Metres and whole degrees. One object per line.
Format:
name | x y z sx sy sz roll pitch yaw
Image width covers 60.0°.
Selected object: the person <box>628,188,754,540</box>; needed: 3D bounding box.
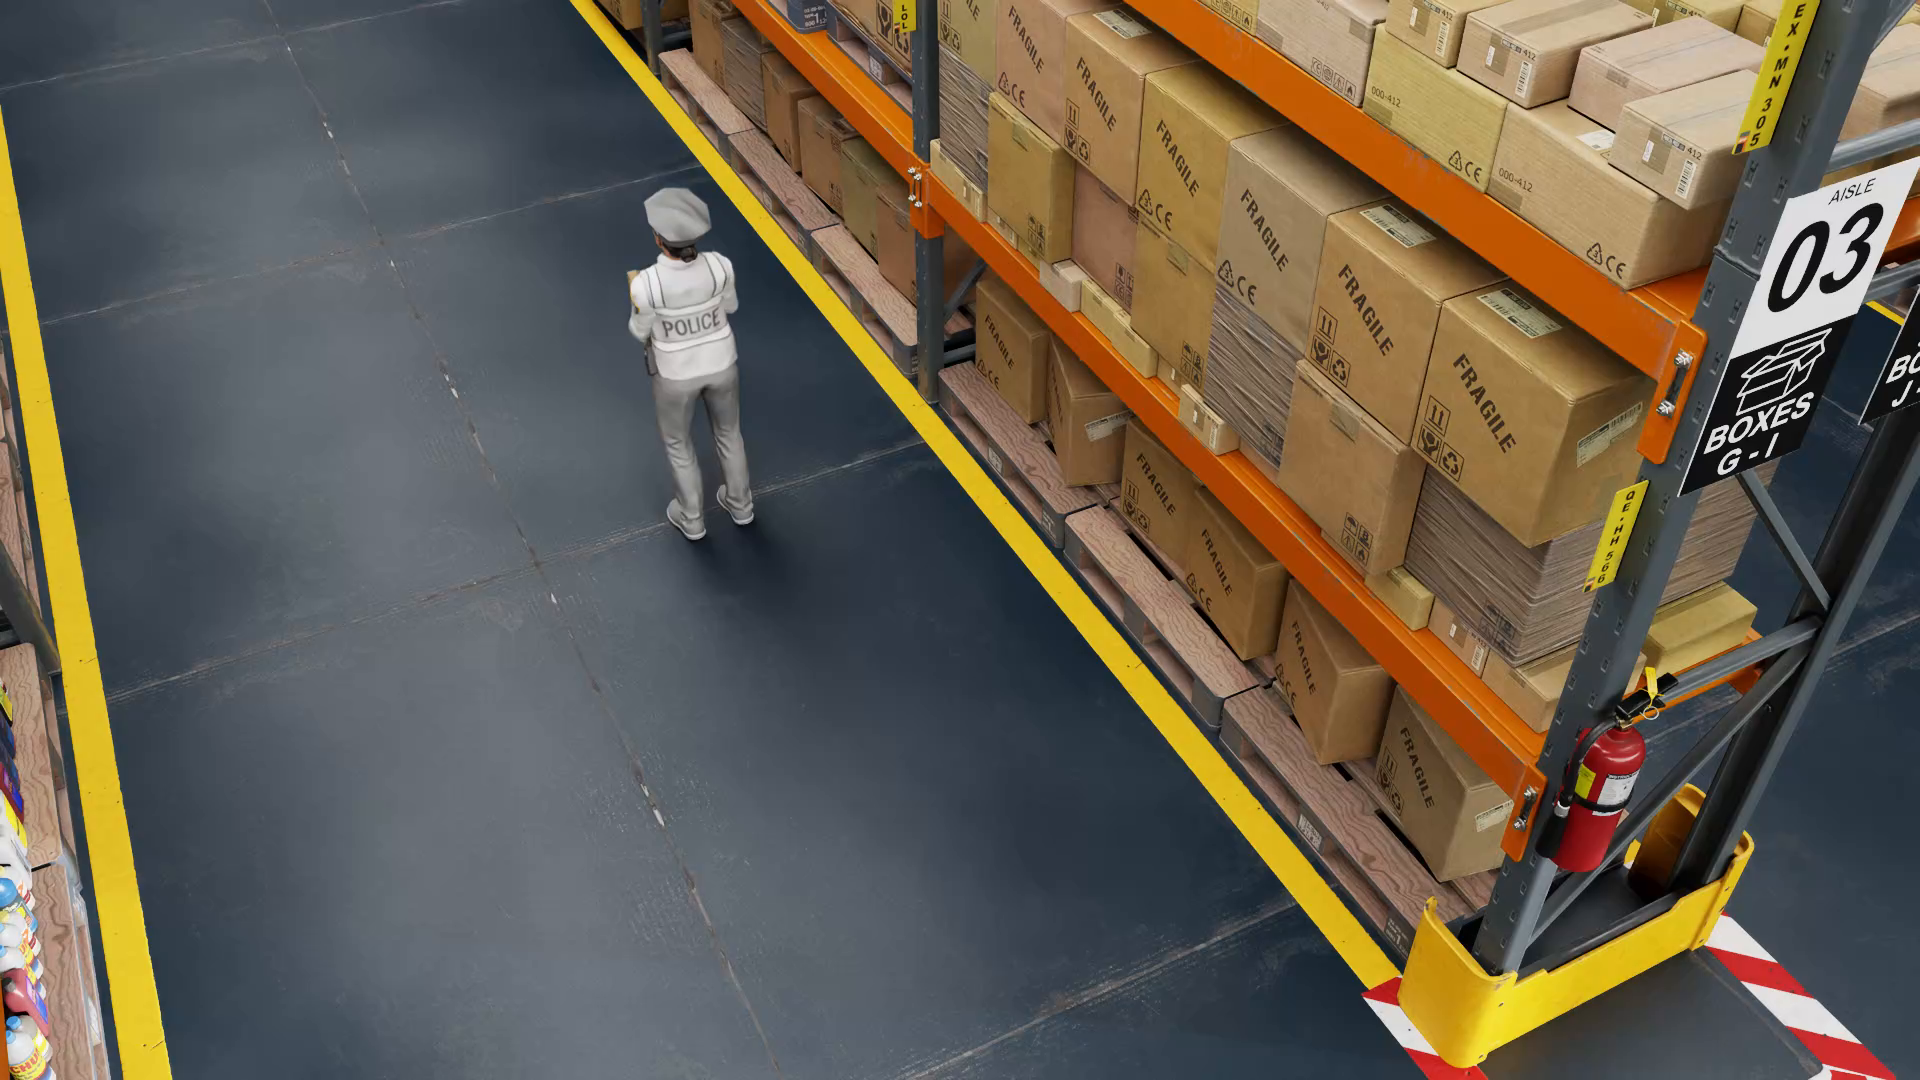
person | -1.142 -0.764 7.006 0.459 1.688 0.543 -18 45 -19
